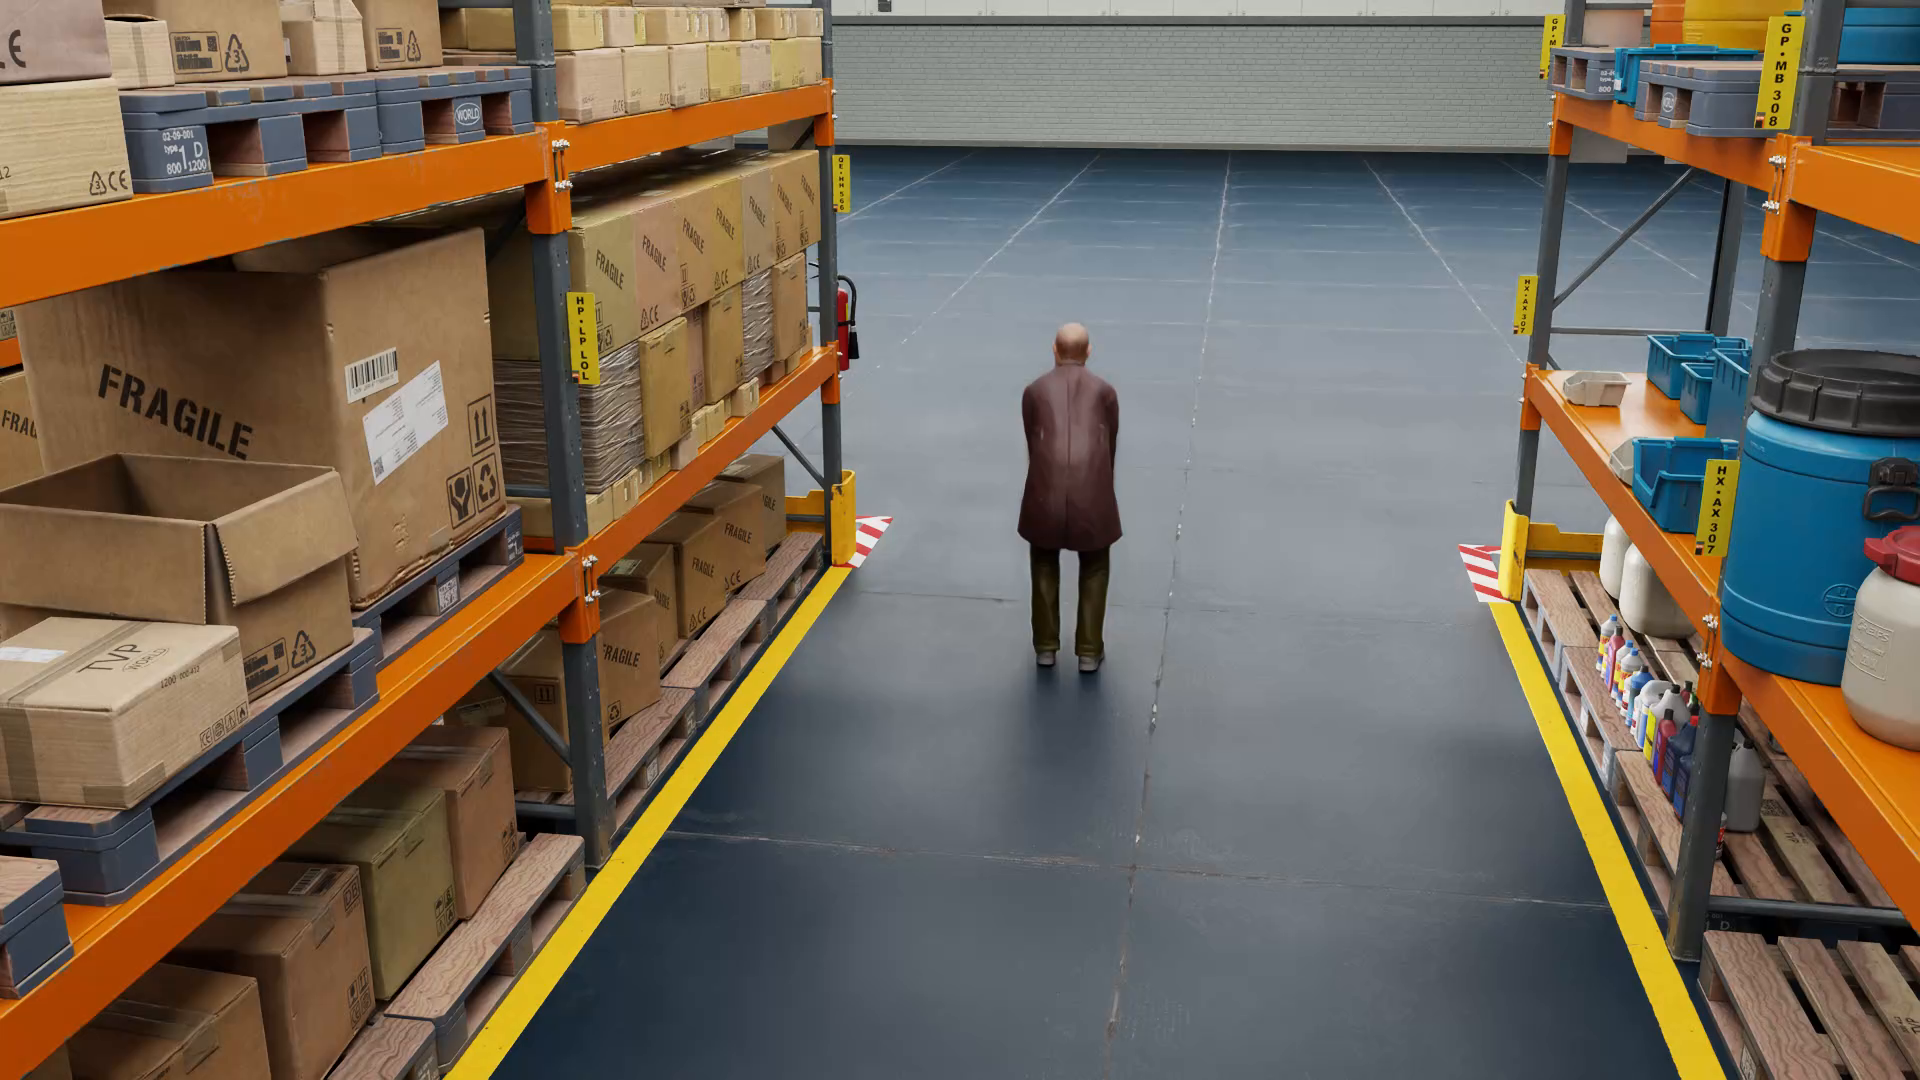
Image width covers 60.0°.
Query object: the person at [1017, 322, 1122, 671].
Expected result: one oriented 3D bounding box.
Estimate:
[{"bbox_3d":[0.564,-0.224,8.394,0.530,1.716,0.615,2,18,8],"label":"person"}]
